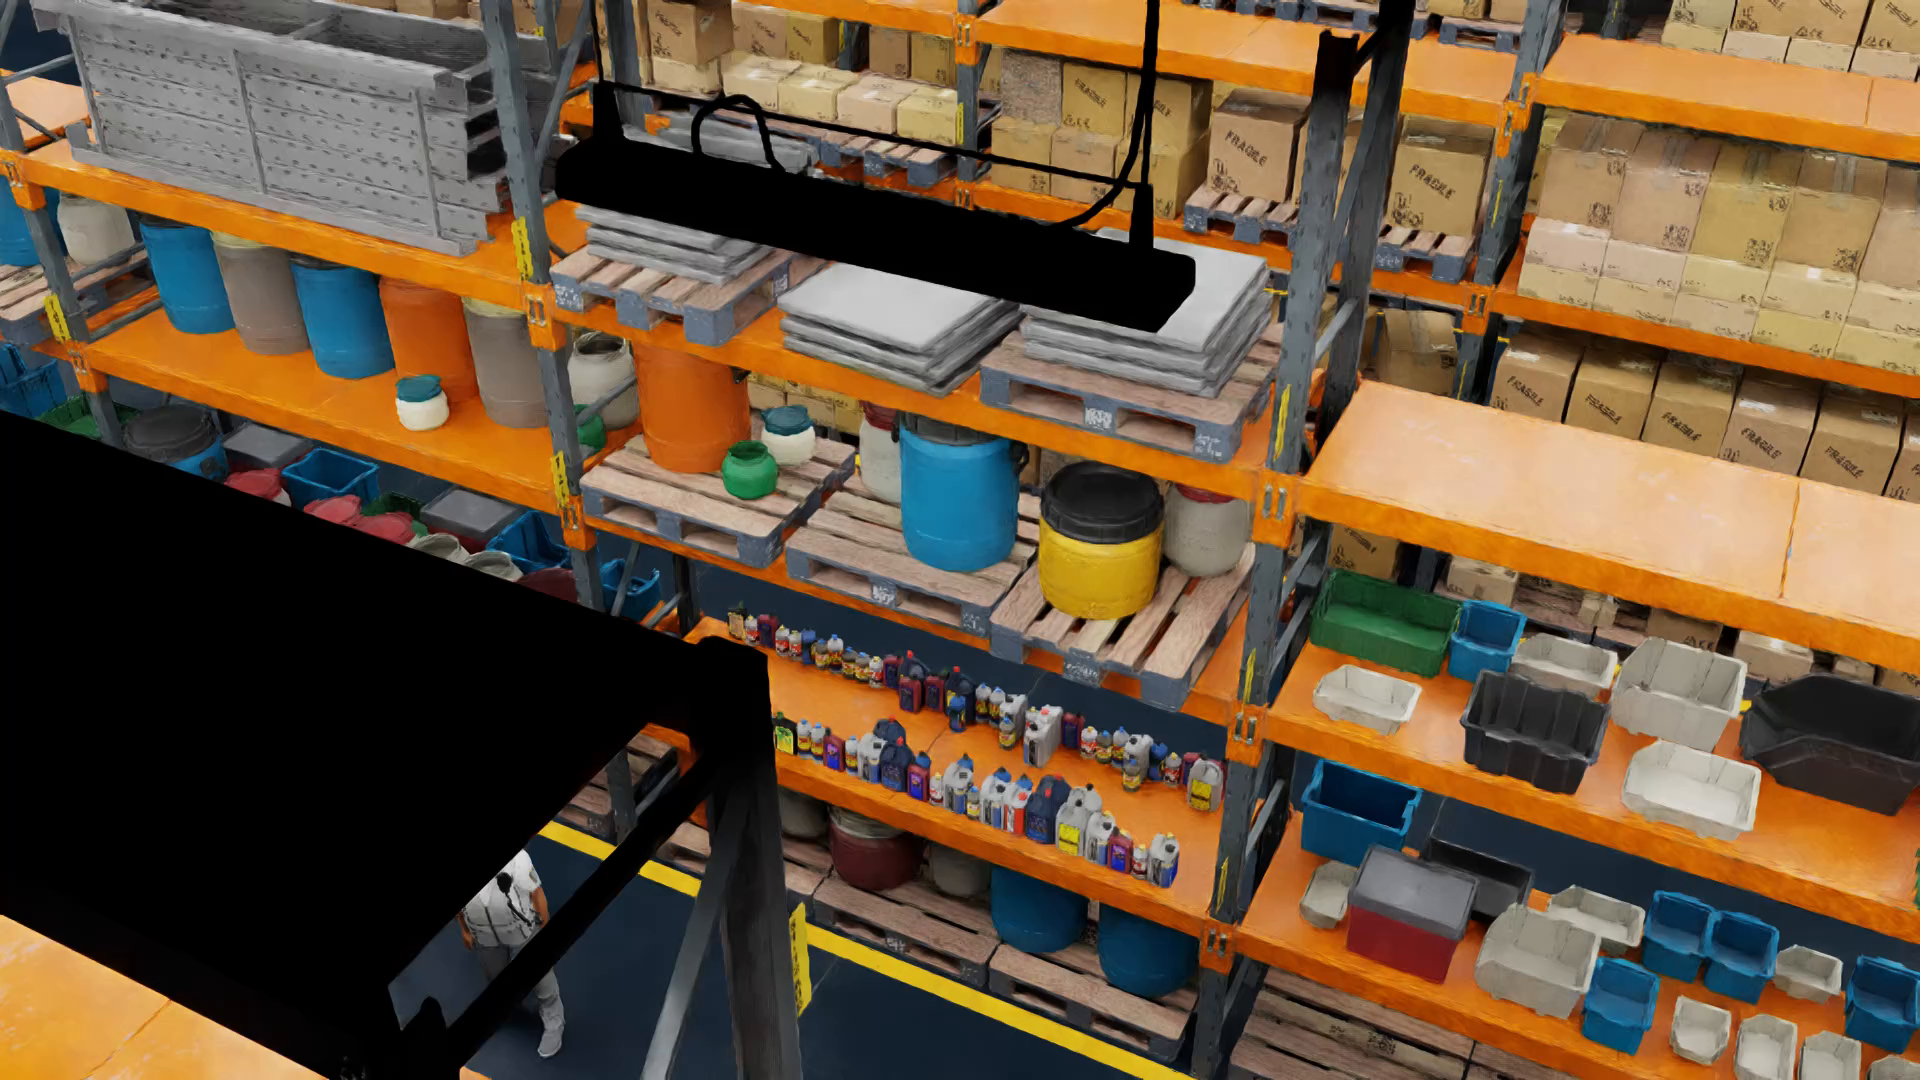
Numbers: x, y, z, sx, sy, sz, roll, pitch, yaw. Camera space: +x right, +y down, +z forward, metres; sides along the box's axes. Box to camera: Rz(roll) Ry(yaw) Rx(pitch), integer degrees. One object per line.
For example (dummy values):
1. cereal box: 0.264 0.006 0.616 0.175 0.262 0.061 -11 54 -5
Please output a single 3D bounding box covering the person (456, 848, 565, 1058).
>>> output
1. person: -2.554 2.188 9.285 0.577 1.673 0.463 1 35 2
